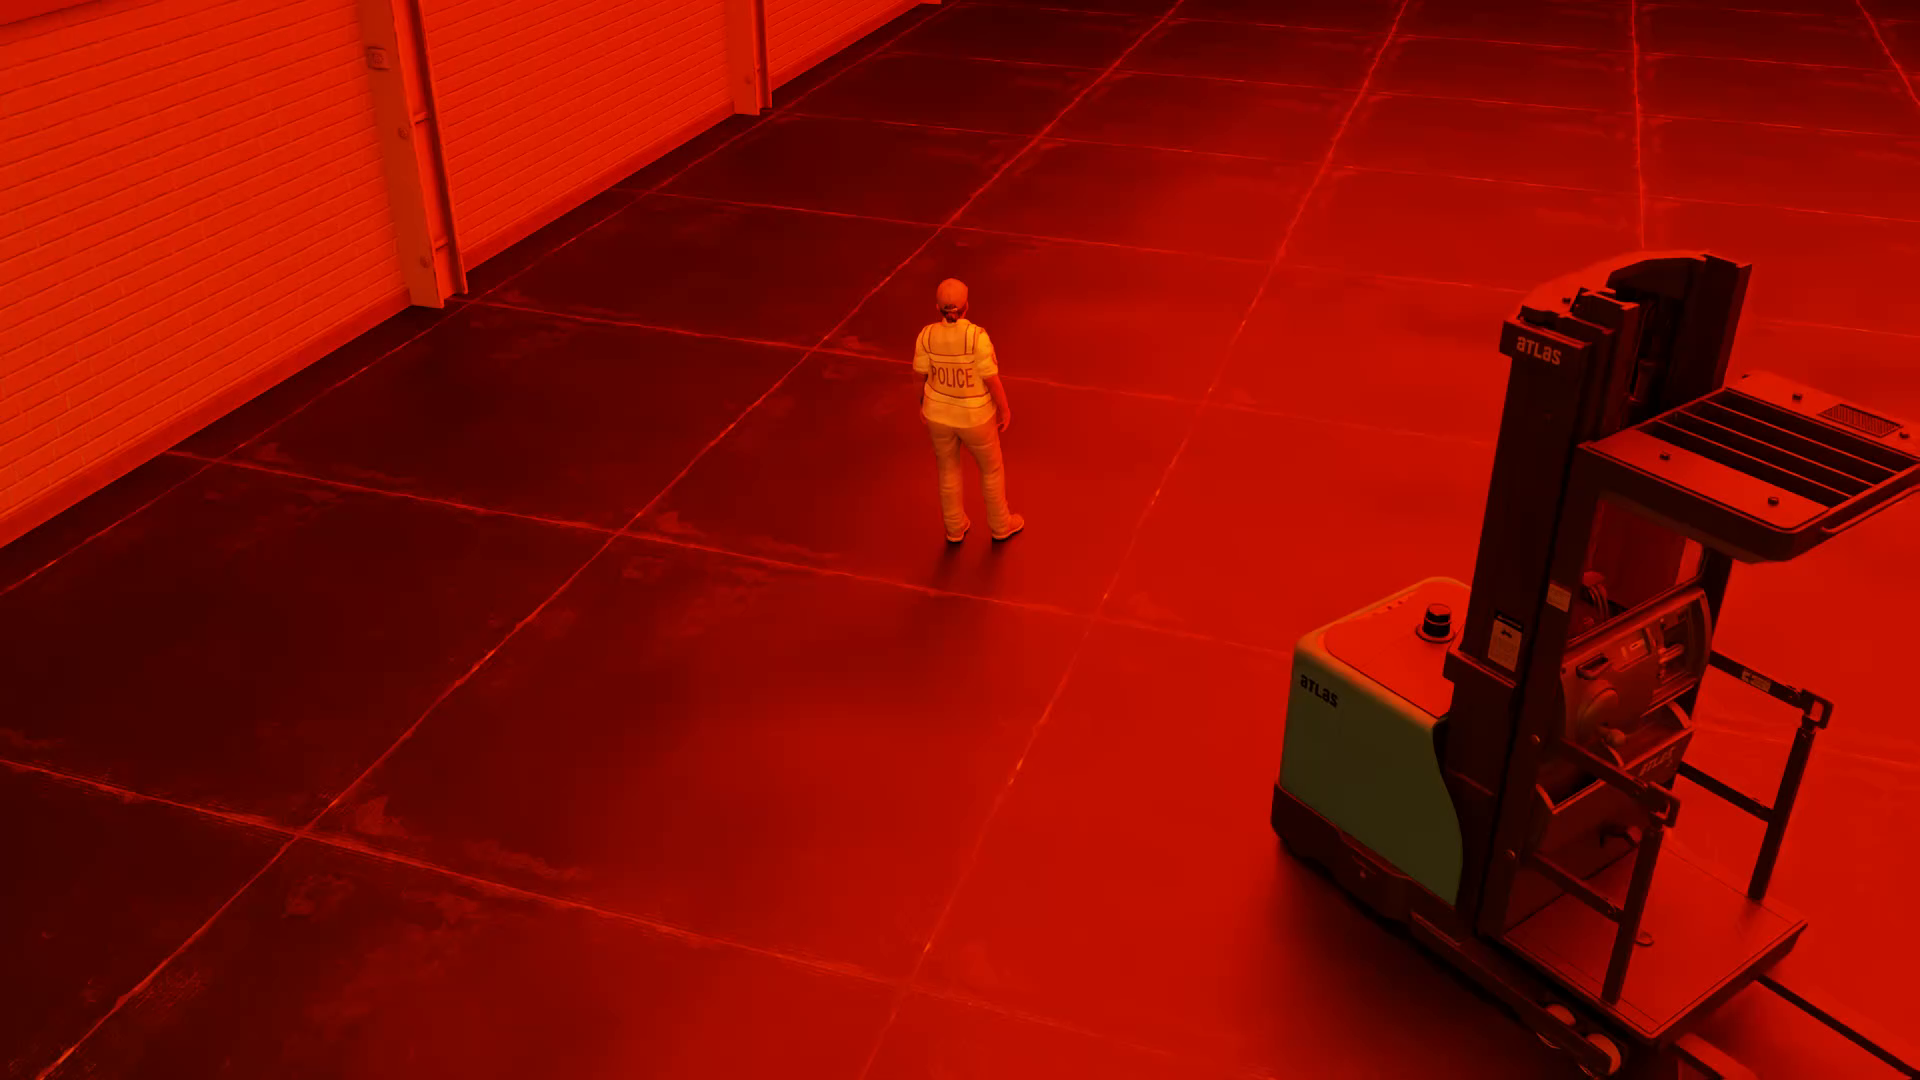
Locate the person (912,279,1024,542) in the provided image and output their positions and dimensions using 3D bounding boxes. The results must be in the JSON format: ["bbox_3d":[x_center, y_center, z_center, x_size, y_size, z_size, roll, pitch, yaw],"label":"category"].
[{"bbox_3d":[0.047,-0.763,9.736,0.598,1.670,0.529,10,31,16],"label":"person"}]

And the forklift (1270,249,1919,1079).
[{"bbox_3d":[2.706,0.534,6.200,1.130,2.935,3.031,-20,35,-31],"label":"forklift"}]
